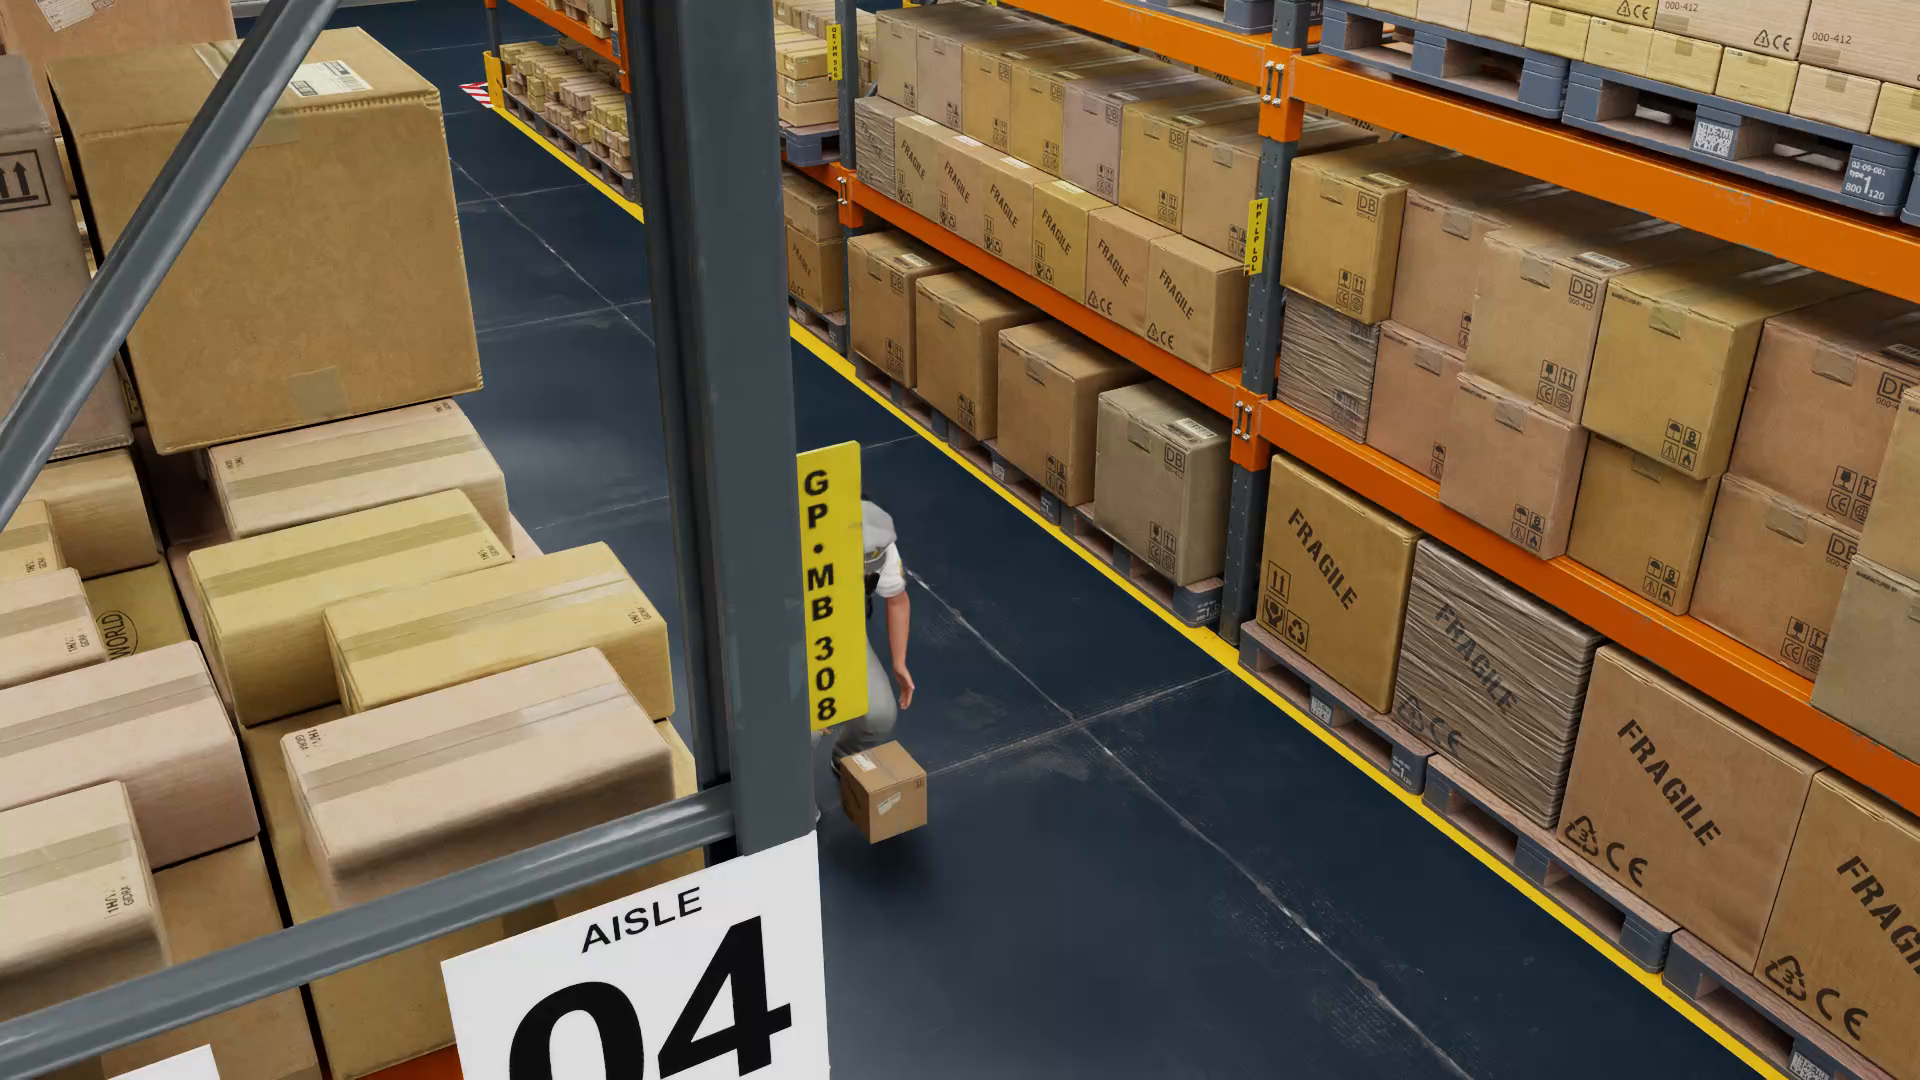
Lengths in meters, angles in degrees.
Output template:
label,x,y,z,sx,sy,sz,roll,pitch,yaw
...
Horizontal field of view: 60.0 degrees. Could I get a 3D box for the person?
label,x,y,z,sx,sy,sz,roll,pitch,yaw
person,-0.497,0.439,6.624,0.590,1.469,0.770,-16,32,-26
